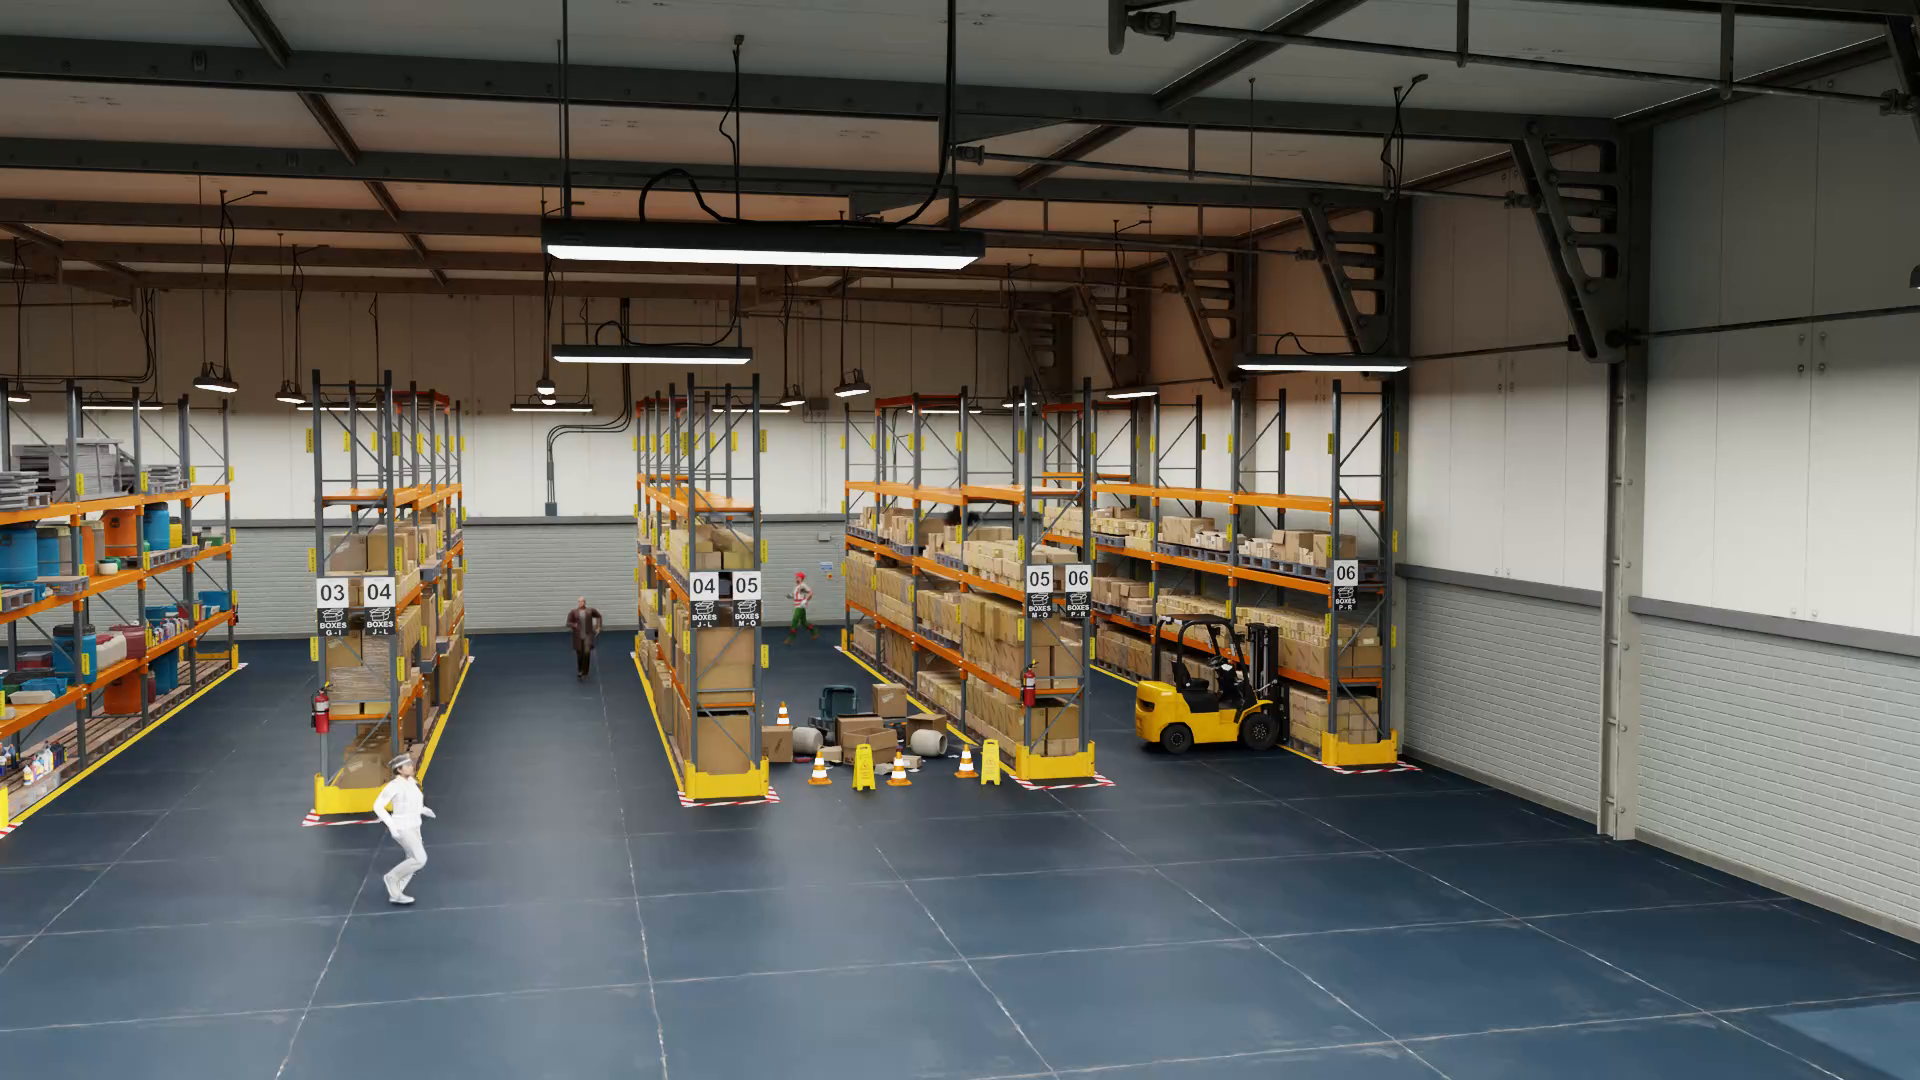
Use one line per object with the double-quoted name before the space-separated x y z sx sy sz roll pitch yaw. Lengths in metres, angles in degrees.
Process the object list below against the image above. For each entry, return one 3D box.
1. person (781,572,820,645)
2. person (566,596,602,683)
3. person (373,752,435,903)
"person" -3.975 1.688 41.381 0.995 1.790 0.666 -1 3 -13
"person" -7.963 2.104 35.213 0.726 1.823 0.874 0 3 -5
"person" -5.970 3.125 18.036 0.548 1.649 0.586 1 3 11
